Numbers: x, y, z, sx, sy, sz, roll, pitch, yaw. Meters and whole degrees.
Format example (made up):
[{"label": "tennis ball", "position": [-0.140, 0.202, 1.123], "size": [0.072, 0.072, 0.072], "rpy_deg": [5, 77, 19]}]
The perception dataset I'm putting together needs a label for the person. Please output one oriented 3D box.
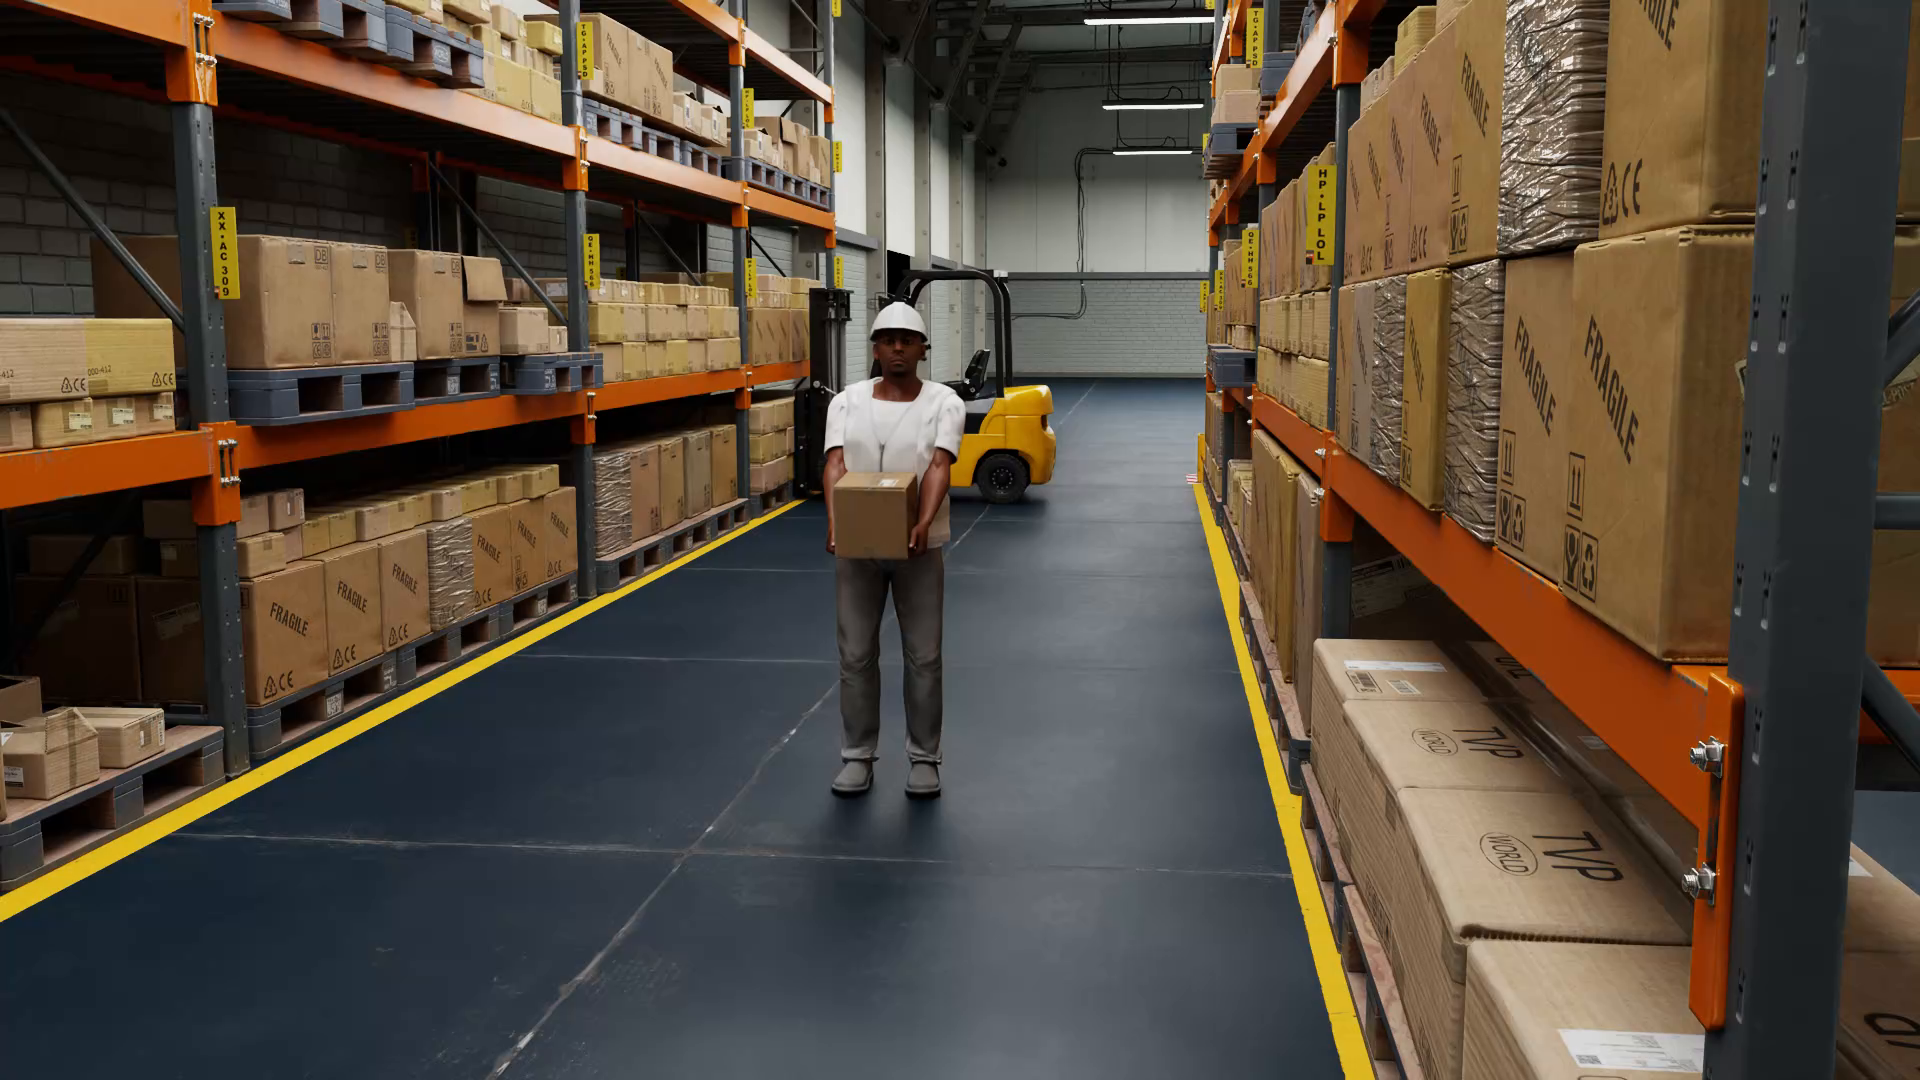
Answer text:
[{"label": "person", "position": [-0.247, 0.041, 5.915], "size": [0.503, 1.760, 0.577], "rpy_deg": [1, 8, 7]}]
